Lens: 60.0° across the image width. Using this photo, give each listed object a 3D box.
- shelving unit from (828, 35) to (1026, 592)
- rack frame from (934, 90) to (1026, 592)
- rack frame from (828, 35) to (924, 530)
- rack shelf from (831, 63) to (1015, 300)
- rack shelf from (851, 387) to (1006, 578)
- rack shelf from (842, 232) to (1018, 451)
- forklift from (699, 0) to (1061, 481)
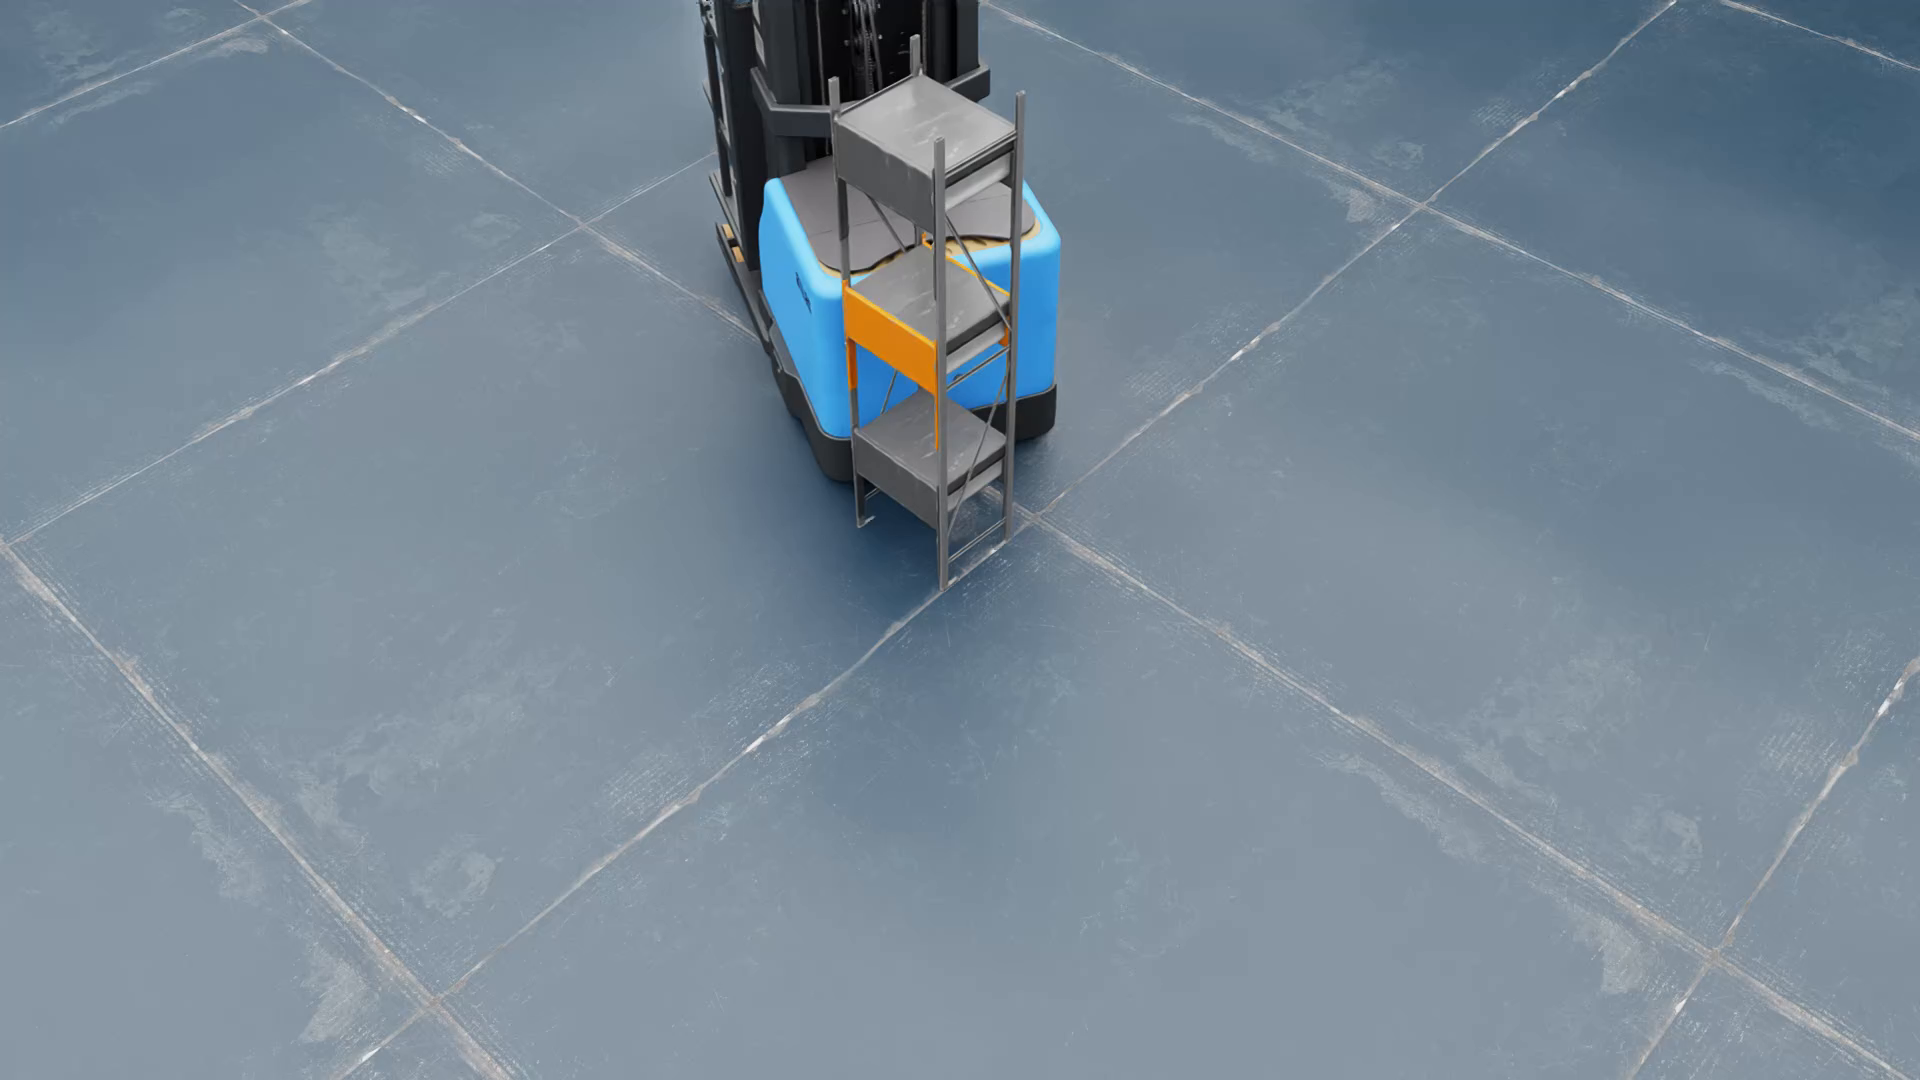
[{"bbox_3d":[-0.108,-0.742,6.115,0.503,2.100,0.431,36,56,29],"label":"shelving unit"},{"bbox_3d":[0.065,-0.617,5.997,0.015,2.100,0.400,36,56,29],"label":"rack frame"},{"bbox_3d":[-0.280,-0.868,6.233,0.015,2.100,0.400,36,56,29],"label":"rack frame"},{"bbox_3d":[-0.108,-1.212,5.615,0.480,0.518,0.431,36,56,29],"label":"rack shelf"},{"bbox_3d":[-0.108,-0.254,6.635,0.480,0.518,0.431,36,56,29],"label":"rack shelf"},{"bbox_3d":[-0.108,-0.733,6.125,0.480,0.518,0.431,36,56,29],"label":"rack shelf"},{"bbox_3d":[-0.551,-2.346,7.051,1.130,2.935,3.031,-14,48,-13],"label":"forklift"}]
